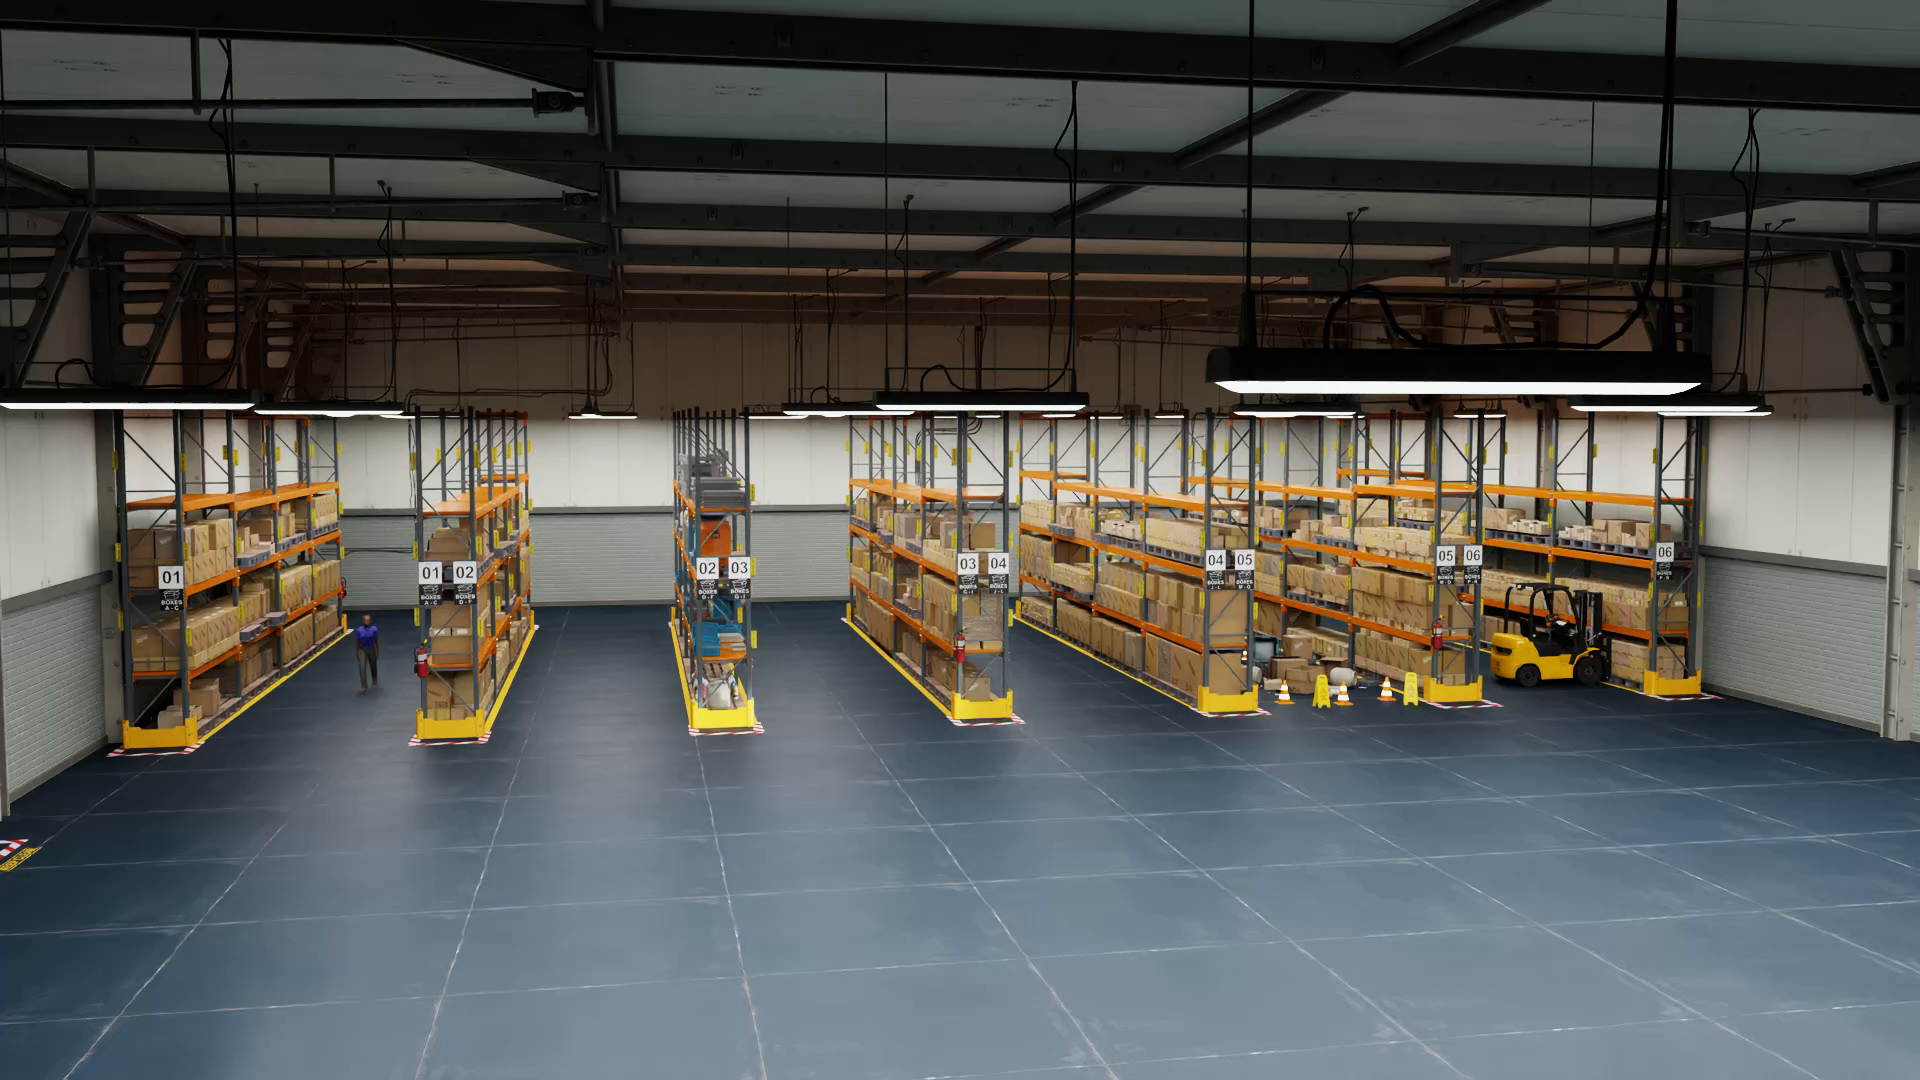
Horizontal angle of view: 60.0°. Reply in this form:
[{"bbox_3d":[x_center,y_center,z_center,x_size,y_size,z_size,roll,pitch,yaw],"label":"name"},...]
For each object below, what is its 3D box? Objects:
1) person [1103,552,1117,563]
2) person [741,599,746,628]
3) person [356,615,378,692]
[{"bbox_3d":[4.634,1.187,51.285,0.617,1.755,0.558,-2,5,-27],"label":"person"},{"bbox_3d":[-5.910,1.703,44.815,0.494,1.600,1.044,-2,4,-21],"label":"person"},{"bbox_3d":[-12.631,2.436,35.465,0.448,1.500,0.863,-1,4,-14],"label":"person"}]
